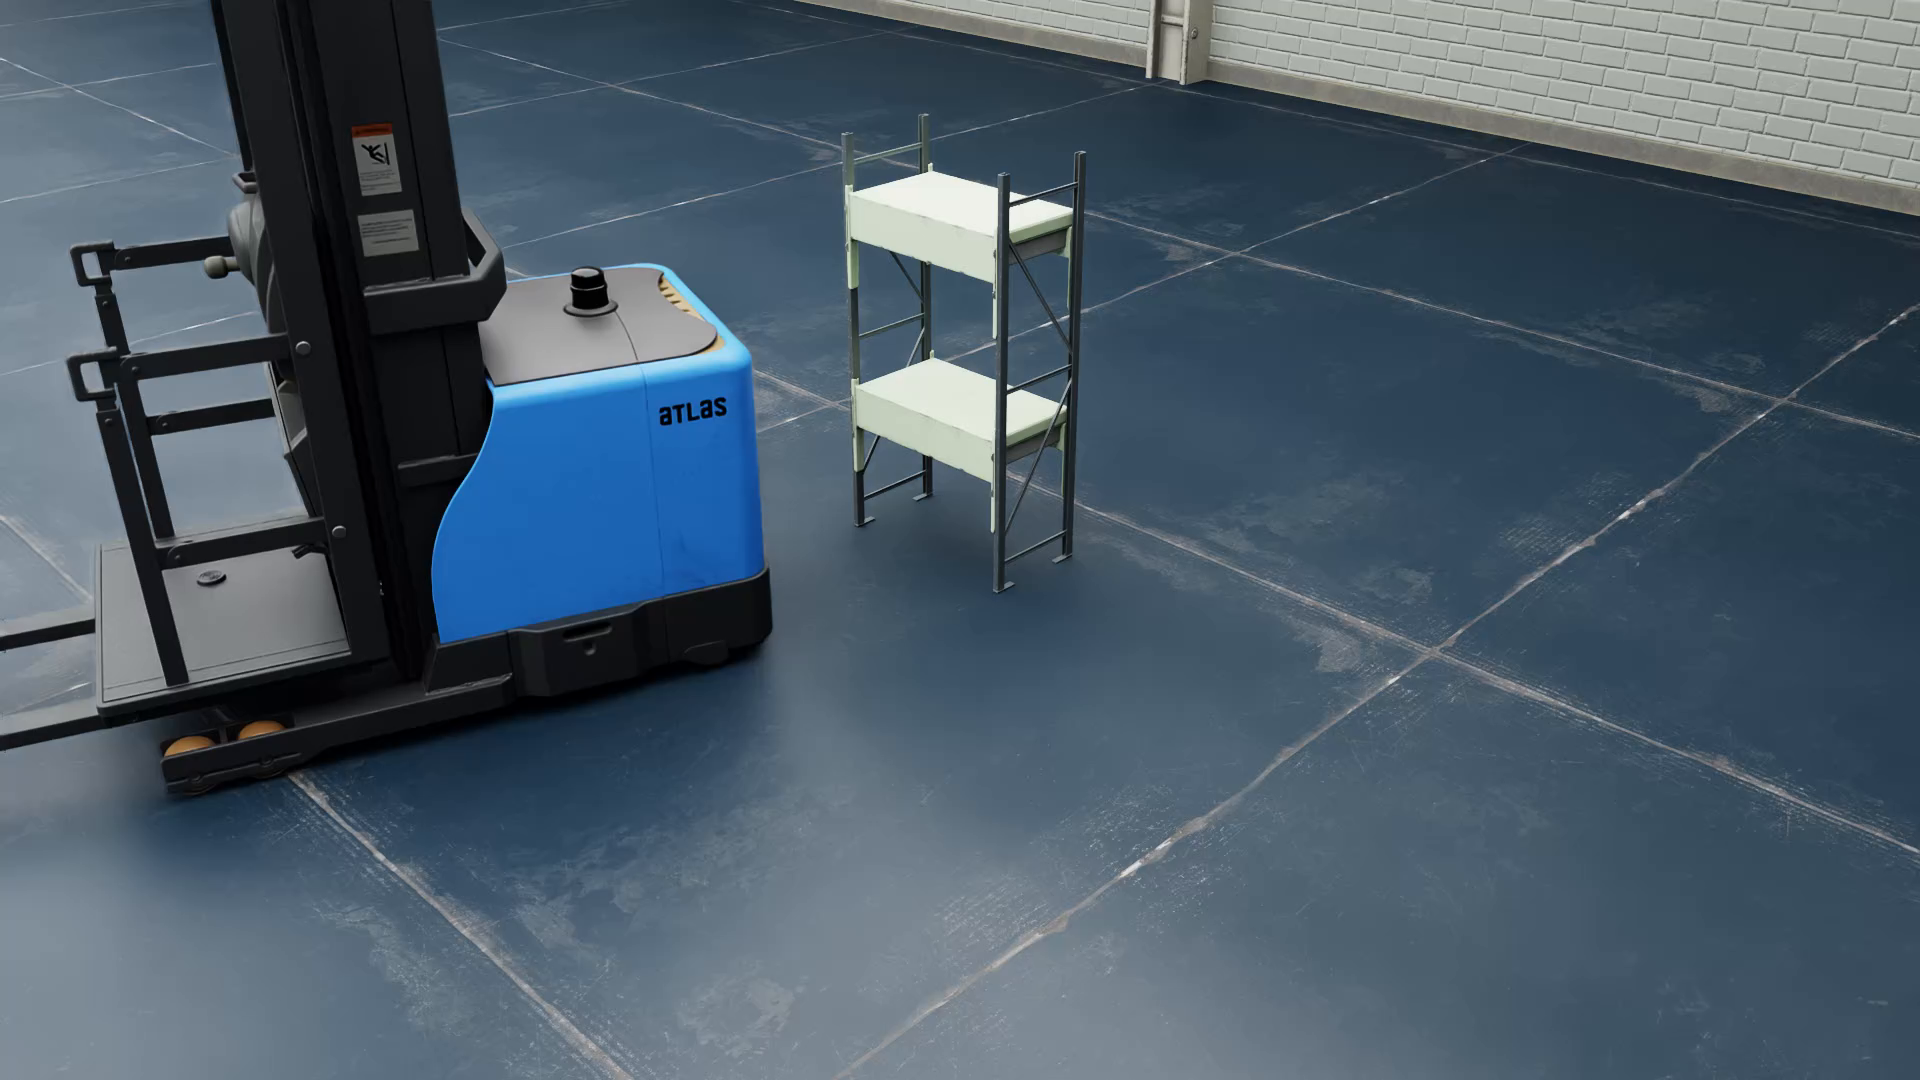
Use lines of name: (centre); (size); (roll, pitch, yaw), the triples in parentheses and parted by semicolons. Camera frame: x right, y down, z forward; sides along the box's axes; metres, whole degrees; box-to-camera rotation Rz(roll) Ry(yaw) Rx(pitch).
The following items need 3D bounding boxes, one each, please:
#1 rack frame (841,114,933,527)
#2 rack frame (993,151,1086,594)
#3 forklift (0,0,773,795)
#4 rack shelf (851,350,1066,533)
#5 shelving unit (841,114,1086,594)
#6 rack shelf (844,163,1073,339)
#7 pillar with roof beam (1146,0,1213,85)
rack frame: (-0.256, -0.781, 6.124); (0.023, 1.500, 0.400); (25, 36, 38)
rack frame: (0.266, -0.542, 5.670); (0.023, 1.500, 0.400); (25, 36, 38)
forklift: (-2.183, -0.837, 4.692); (3.031, 2.935, 1.130); (-12, 30, -22)
rack shelf: (0.005, -0.373, 6.049); (0.720, 0.370, 0.431); (25, 36, 38)
shelving unit: (0.005, -0.662, 5.897); (0.755, 1.500, 0.431); (25, 36, 38)
rack shelf: (0.005, -1.007, 5.715); (0.720, 0.370, 0.431); (25, 36, 38)
pillar with roof beam: (-1.290, -6.237, 8.443); (0.400, 9.000, 9.100); (25, 36, 38)
